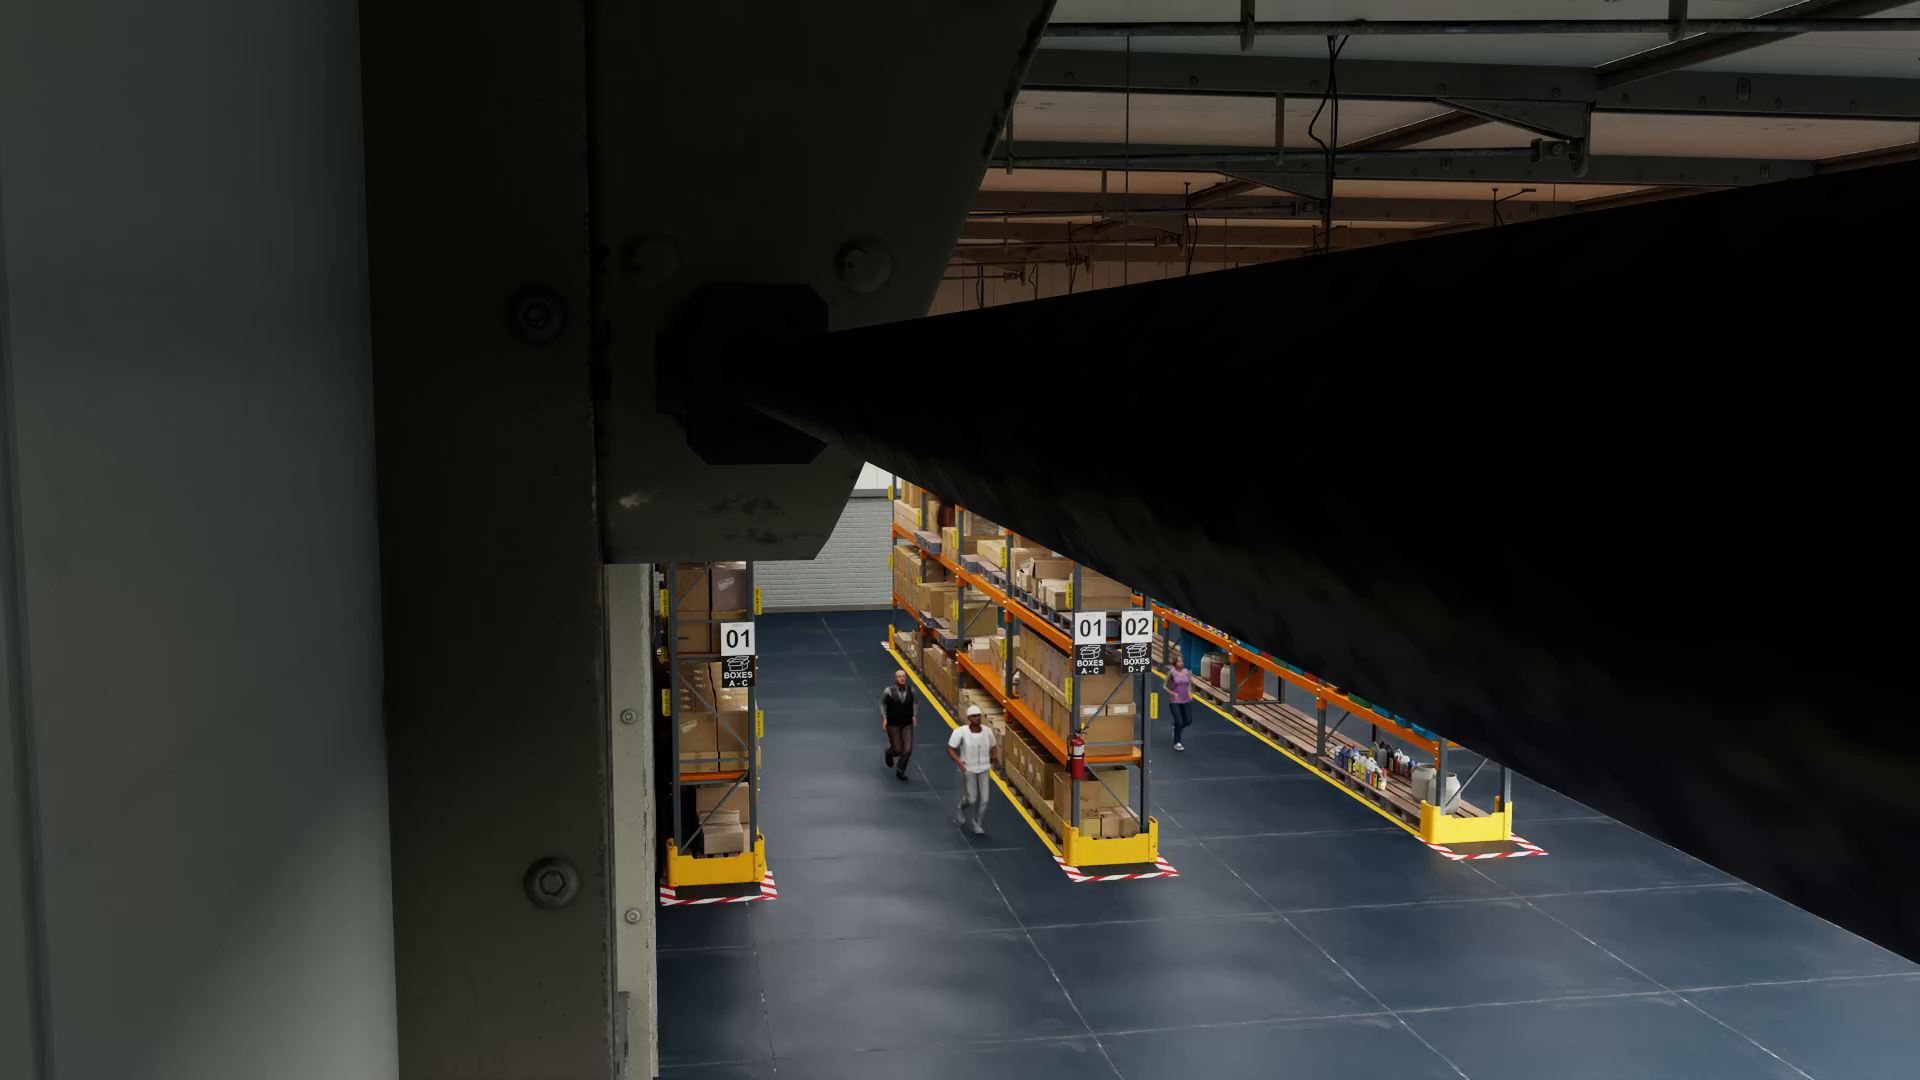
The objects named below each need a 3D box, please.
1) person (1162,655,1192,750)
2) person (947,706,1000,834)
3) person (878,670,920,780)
[{"bbox_3d":[3.561,2.639,27.059,0.532,1.546,0.551,-2,6,-18],"label":"person"},{"bbox_3d":[0.202,3.069,22.287,0.698,1.718,0.606,-2,7,-20],"label":"person"},{"bbox_3d":[-0.921,2.785,25.227,0.648,1.672,0.616,-2,6,-17],"label":"person"}]
